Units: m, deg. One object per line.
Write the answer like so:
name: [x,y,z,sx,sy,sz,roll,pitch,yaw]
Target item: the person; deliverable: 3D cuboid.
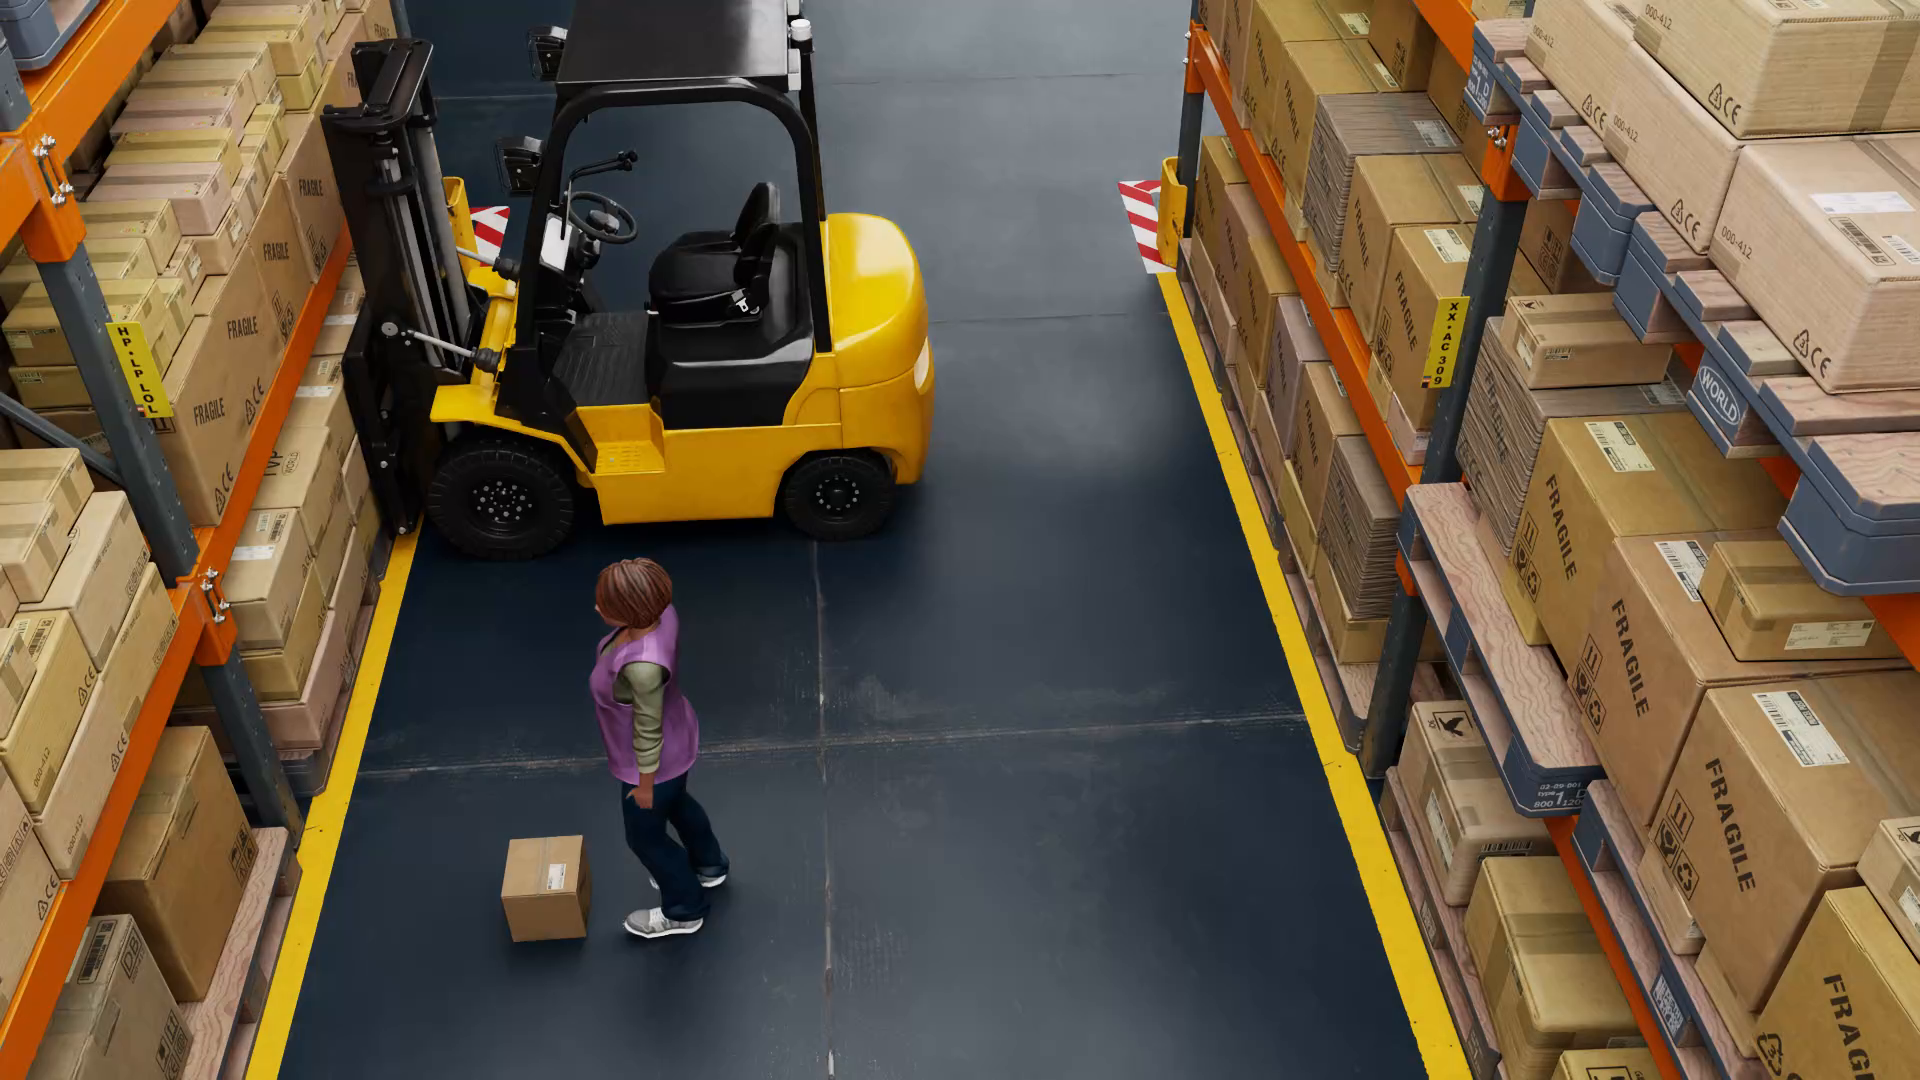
person: [-0.985,0.685,5.344,0.360,1.599,0.405,-2,40,-3]
